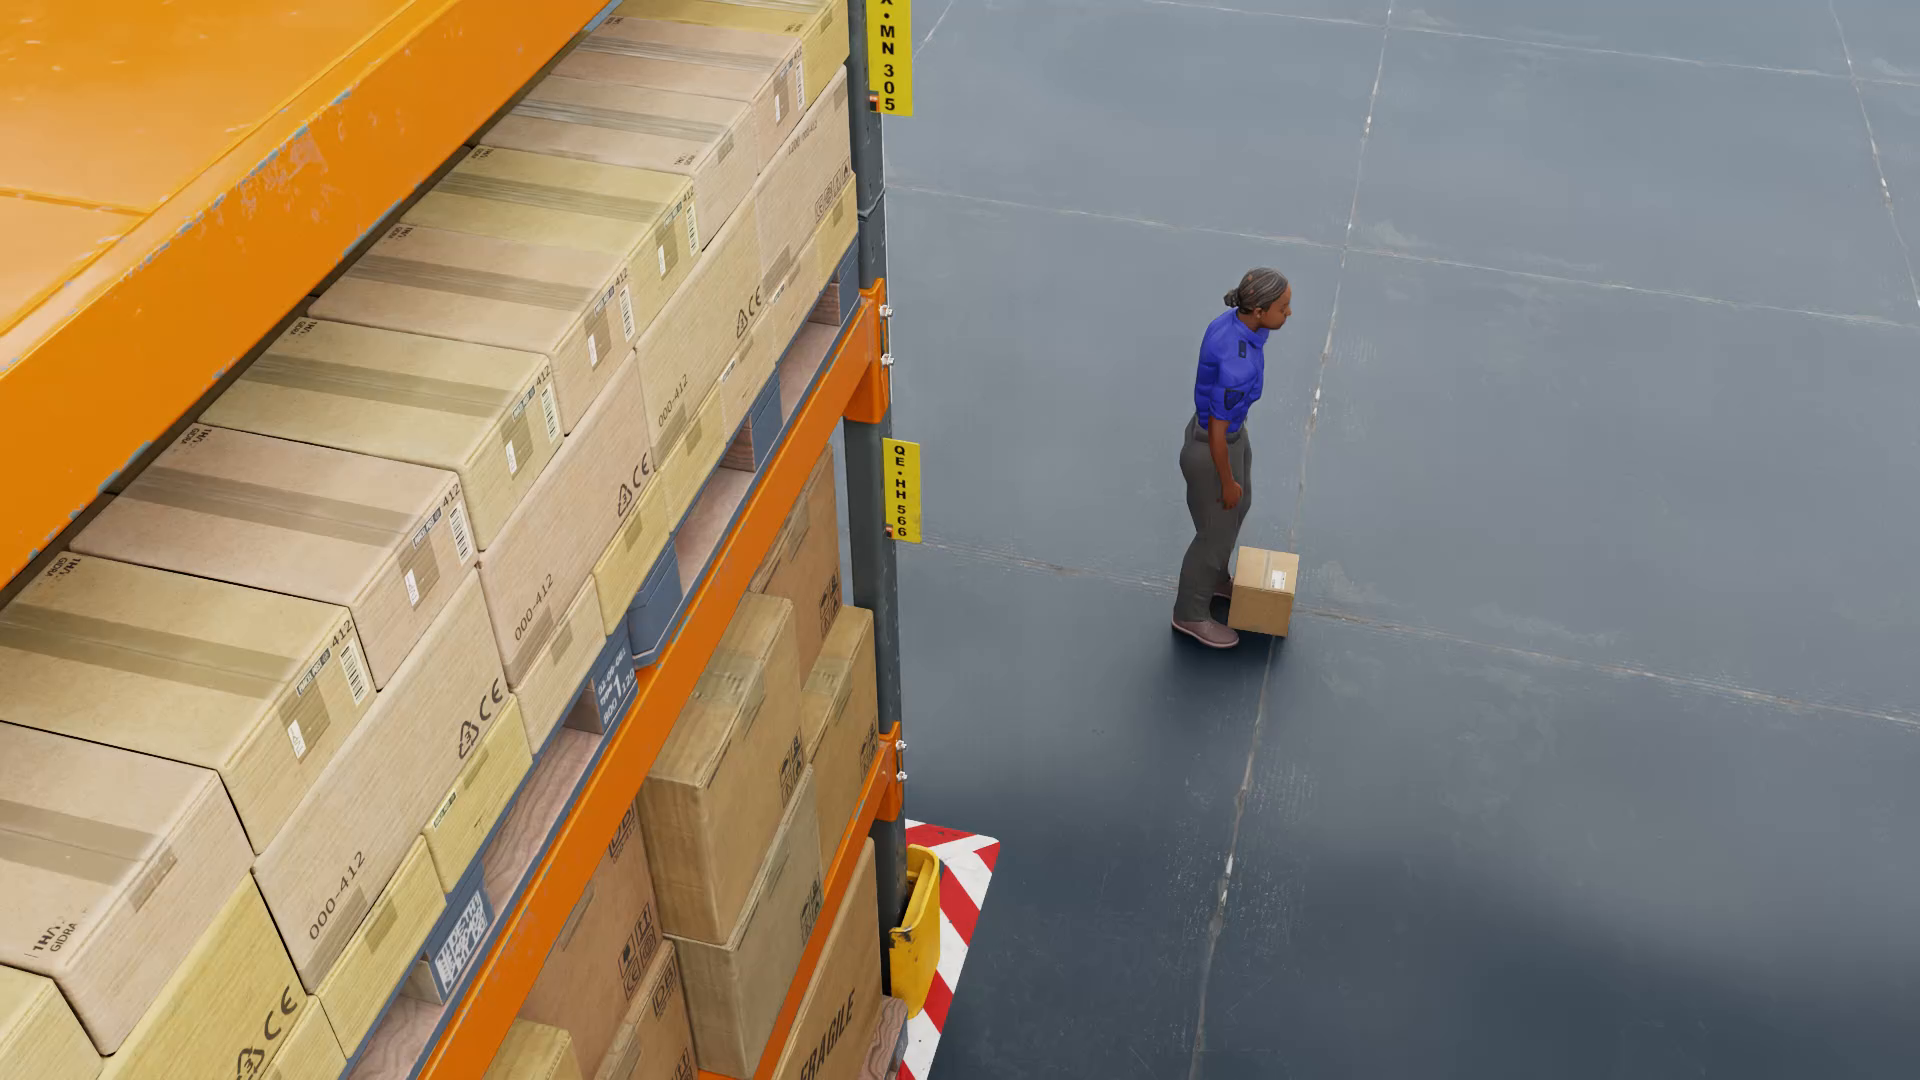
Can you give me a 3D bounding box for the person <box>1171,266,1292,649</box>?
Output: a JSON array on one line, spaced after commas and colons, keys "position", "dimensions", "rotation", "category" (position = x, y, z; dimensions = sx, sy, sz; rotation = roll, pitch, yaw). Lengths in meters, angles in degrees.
[{"position": [1.071, -0.346, 6.555], "dimensions": [0.395, 1.656, 0.529], "rotation": [8, 42, 9], "category": "person"}]
